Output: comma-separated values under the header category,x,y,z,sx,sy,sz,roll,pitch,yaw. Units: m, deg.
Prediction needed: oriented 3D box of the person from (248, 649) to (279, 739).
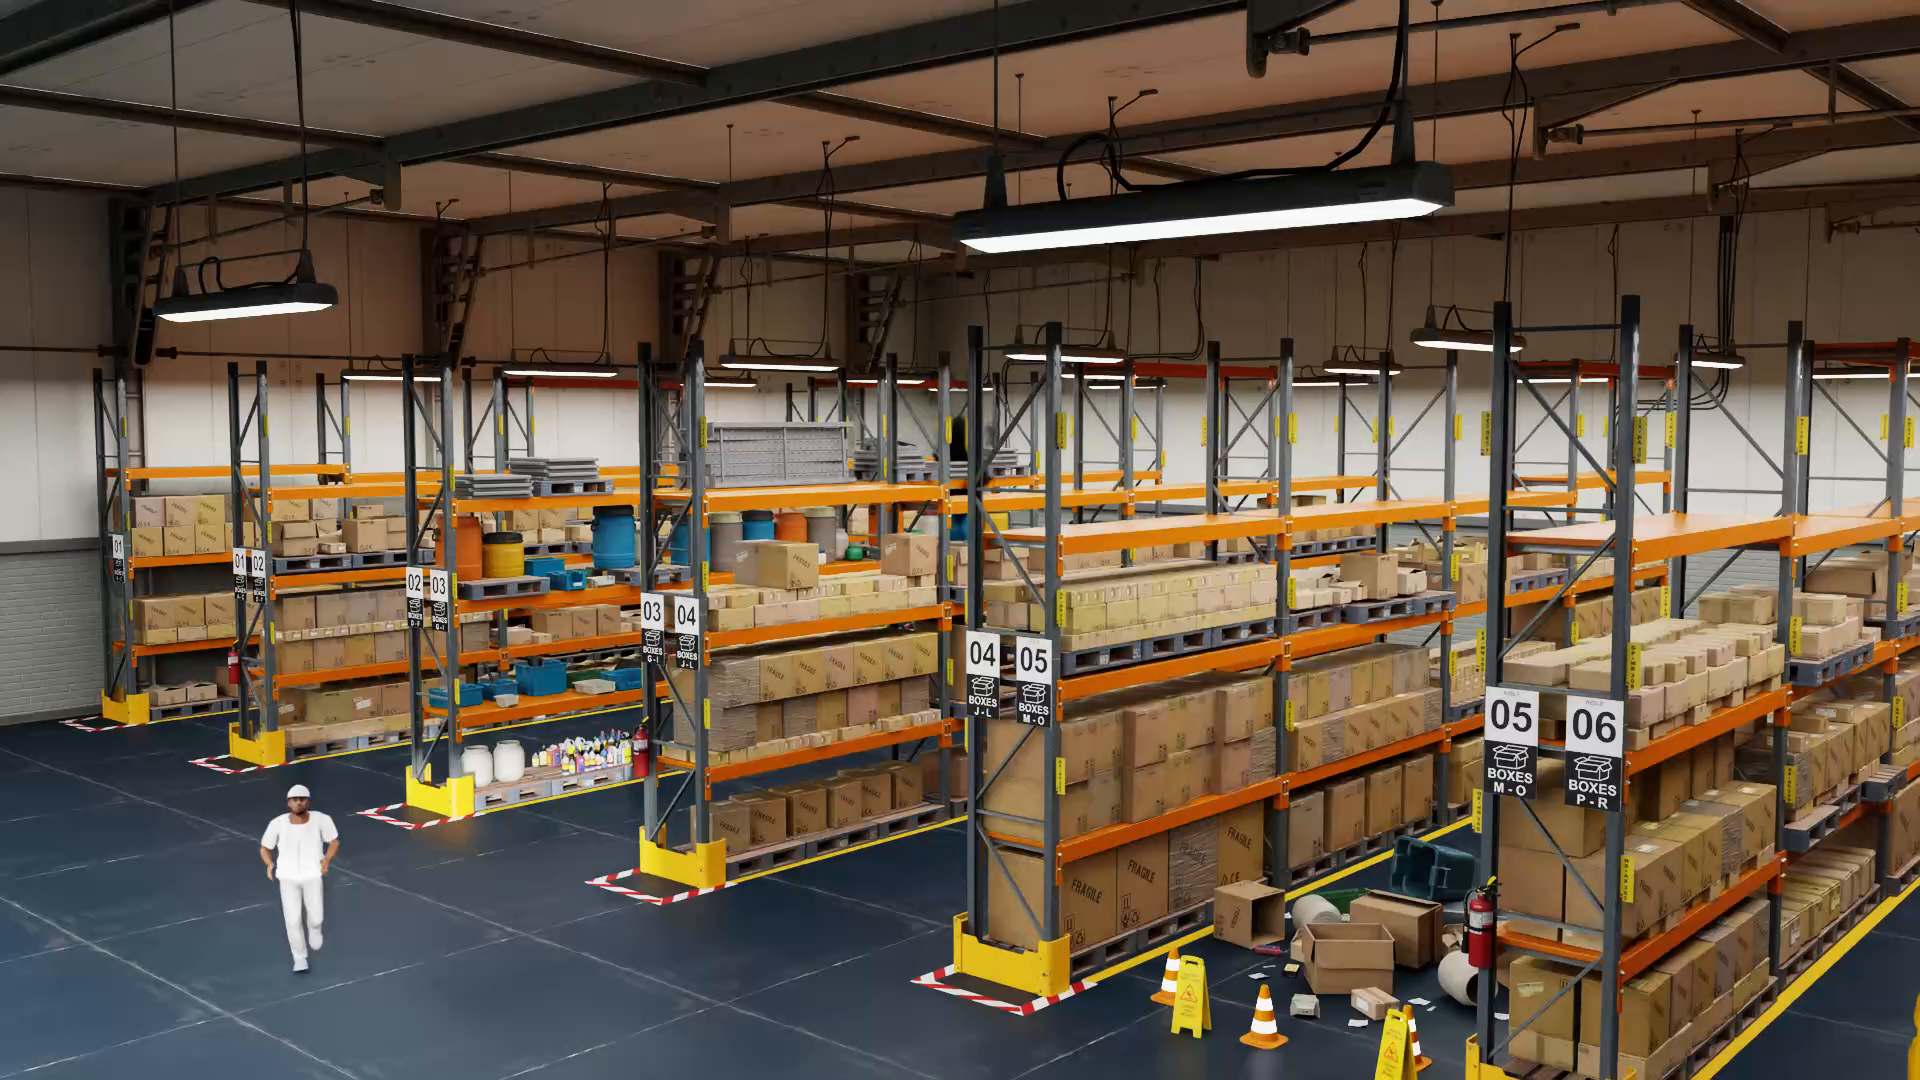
category,x,y,z,sx,sy,sz,roll,pitch,yaw
person,-11.072,2.279,26.682,0.685,1.763,0.971,2,5,30

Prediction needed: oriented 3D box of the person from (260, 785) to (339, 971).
category,x,y,z,sx,sy,sz,roll,pitch,yaw
person,-6.216,3.154,15.670,0.700,1.716,0.625,-2,4,-20
